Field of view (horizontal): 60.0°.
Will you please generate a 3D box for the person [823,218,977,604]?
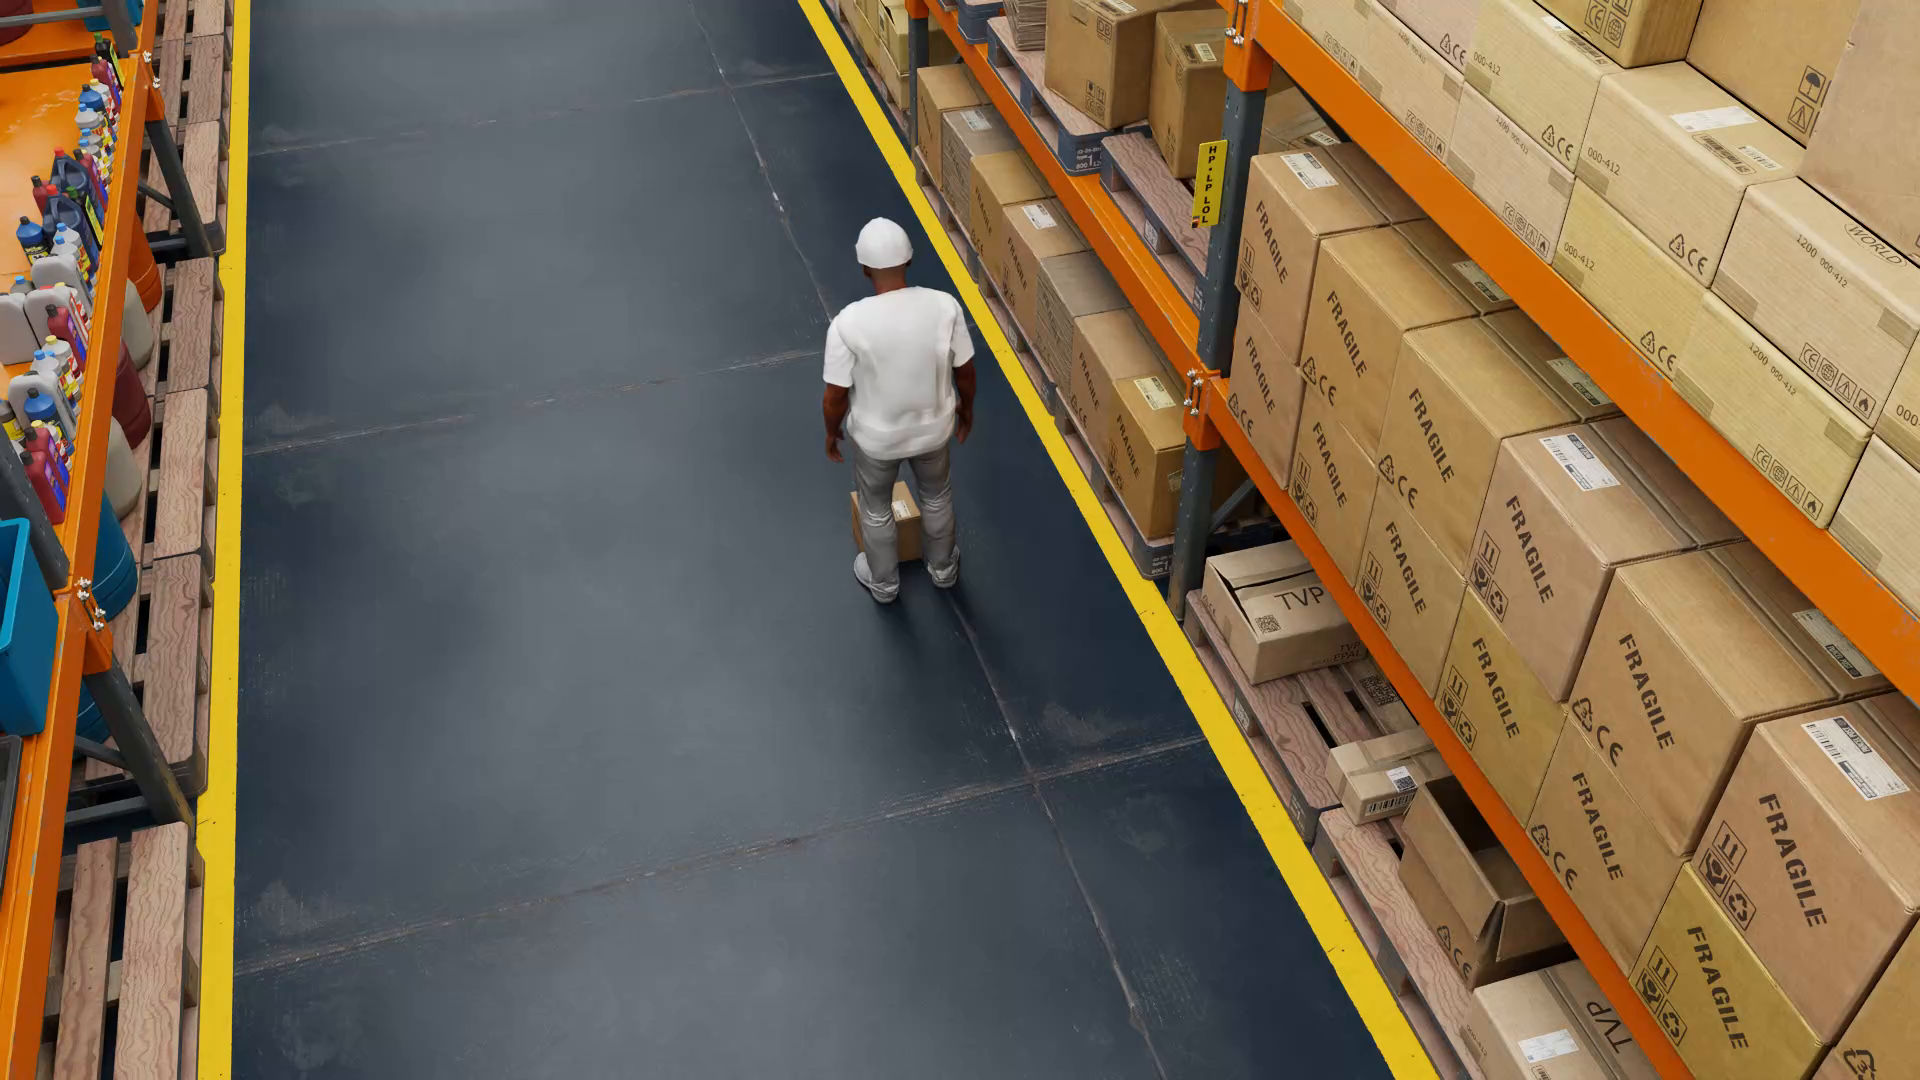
[{"bbox_3d":[-0.243,-0.482,6.682,0.627,1.760,0.461,-11,43,-12],"label":"person"}]
